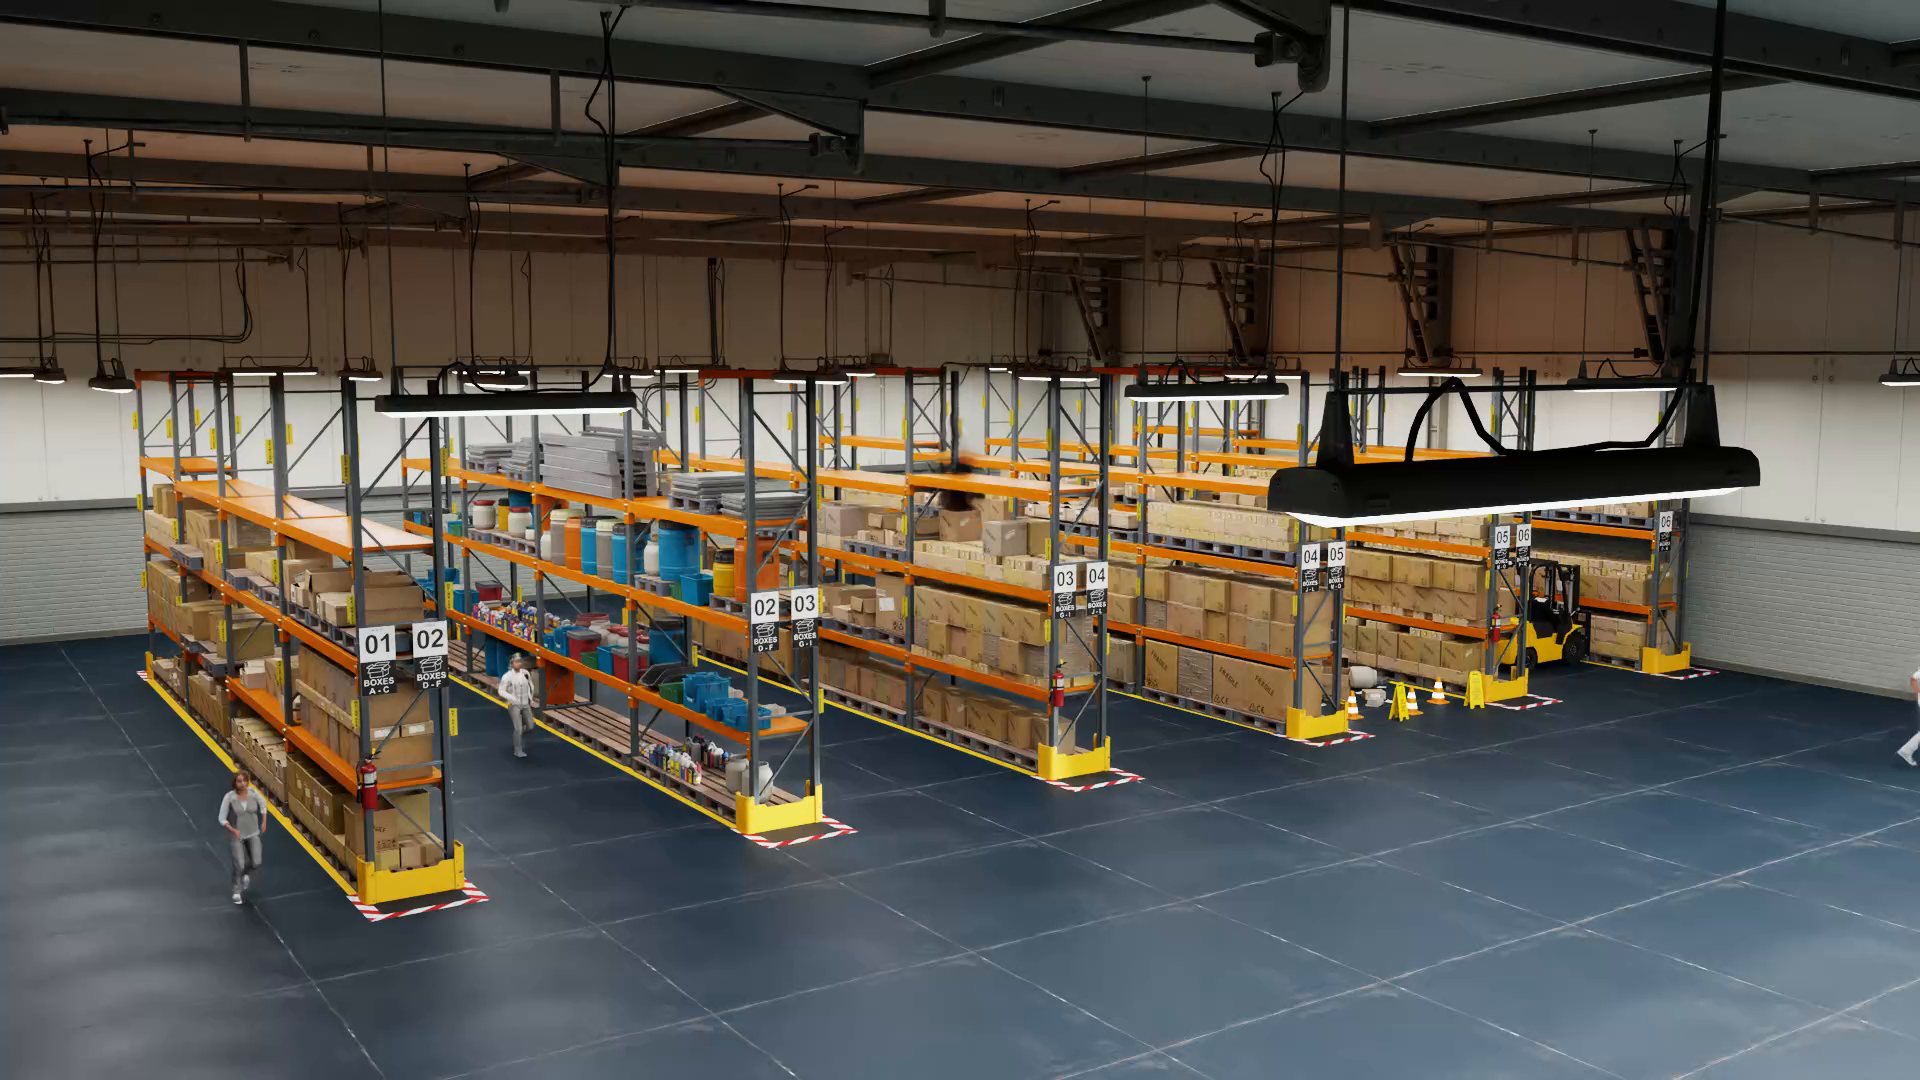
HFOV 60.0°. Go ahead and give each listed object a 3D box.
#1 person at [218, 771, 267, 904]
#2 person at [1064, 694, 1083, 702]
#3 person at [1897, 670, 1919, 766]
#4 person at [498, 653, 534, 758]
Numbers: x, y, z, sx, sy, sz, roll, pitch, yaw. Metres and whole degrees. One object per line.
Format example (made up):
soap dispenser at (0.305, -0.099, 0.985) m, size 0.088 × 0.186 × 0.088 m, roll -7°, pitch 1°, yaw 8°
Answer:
person at (-8.214, 3.410, 19.118) m, size 0.566 × 1.561 × 0.577 m, roll -5°, pitch 8°, yaw -35°
person at (2.076, 2.116, 30.186) m, size 0.619 × 1.692 × 0.691 m, roll -4°, pitch 8°, yaw -34°
person at (14.787, 2.583, 25.306) m, size 0.908 × 1.810 × 0.681 m, roll 2°, pitch 7°, yaw 14°
person at (-6.903, 2.575, 26.038) m, size 0.611 × 1.649 × 0.548 m, roll -5°, pitch 8°, yaw -39°
